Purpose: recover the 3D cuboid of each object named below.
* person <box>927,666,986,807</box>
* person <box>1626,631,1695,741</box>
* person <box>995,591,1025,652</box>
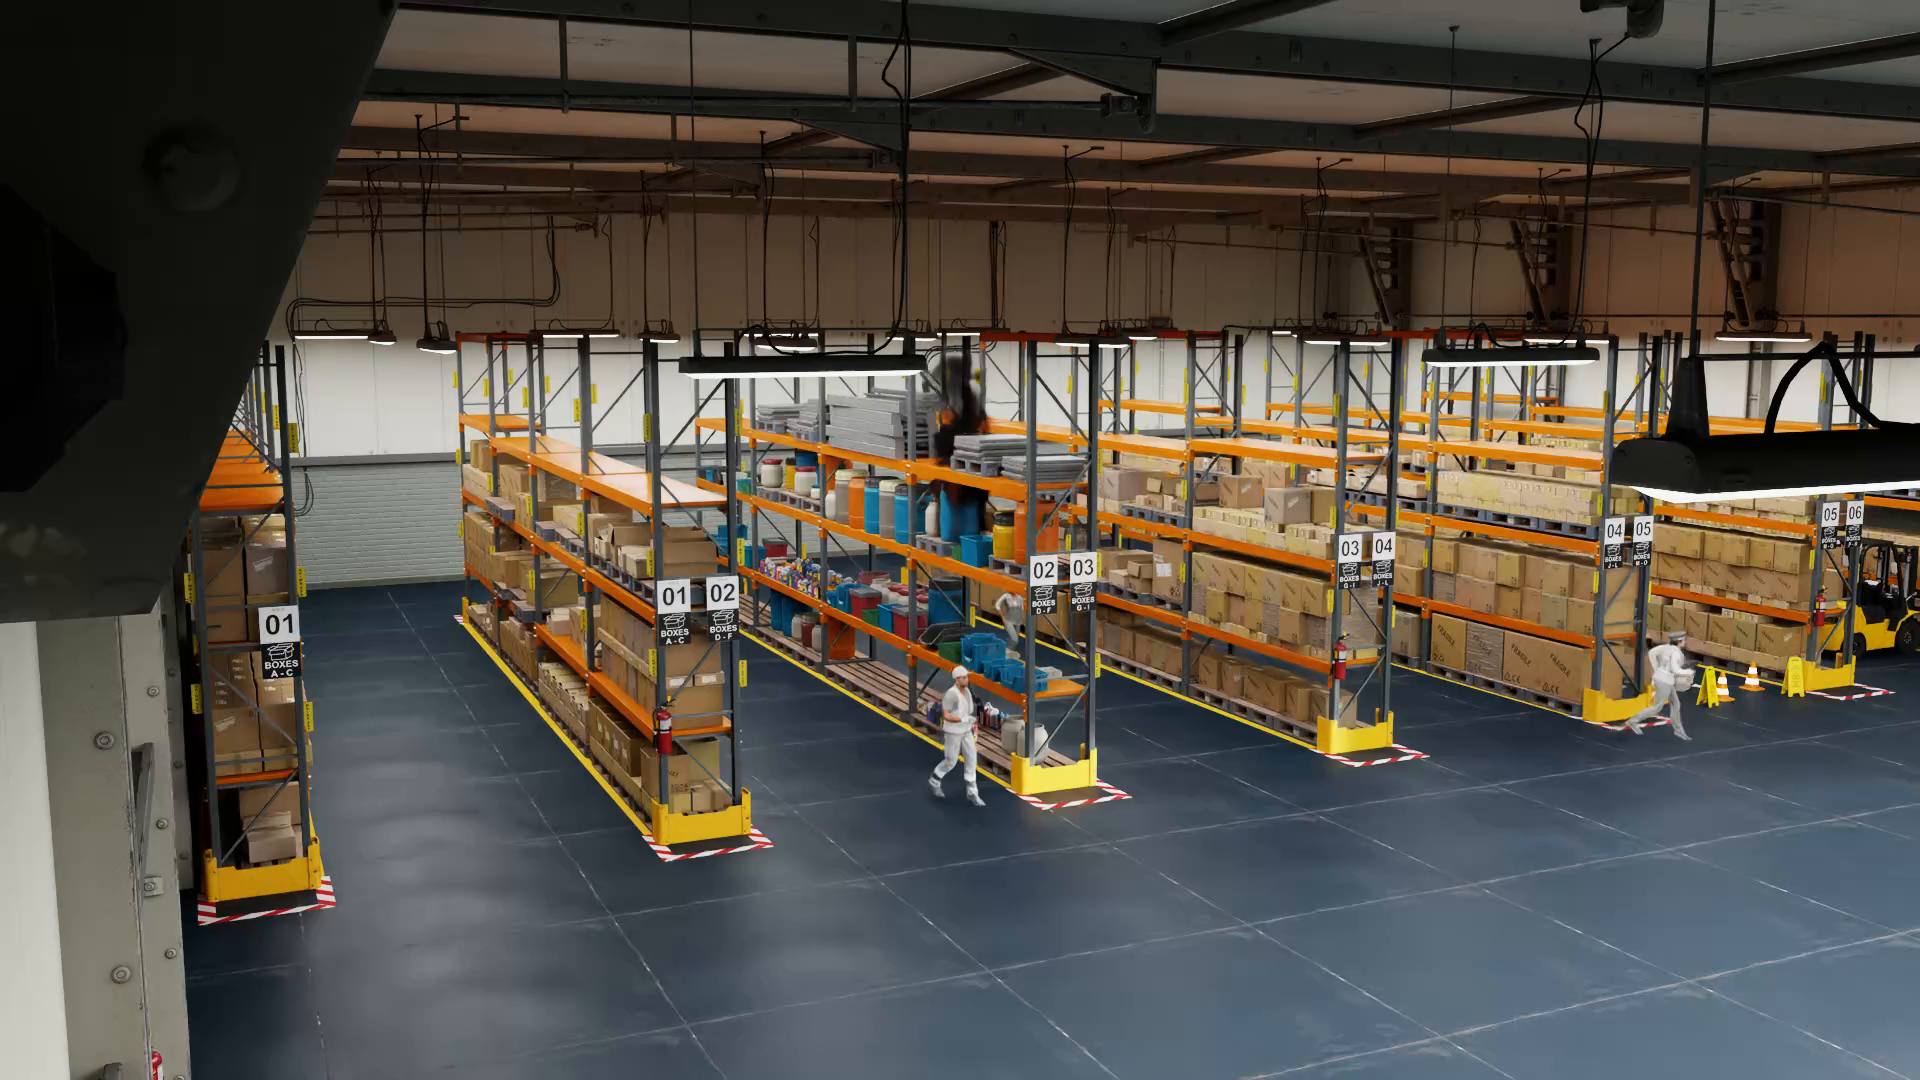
[{"bbox_3d":[-0.044,2.538,21.663,0.841,1.841,0.682,5,9,35],"label":"person"},{"bbox_3d":[10.487,2.182,24.875,0.977,1.685,0.651,1,8,5],"label":"person"},{"bbox_3d":[0.951,1.541,29.824,0.506,1.638,0.697,-4,9,-27],"label":"person"}]
